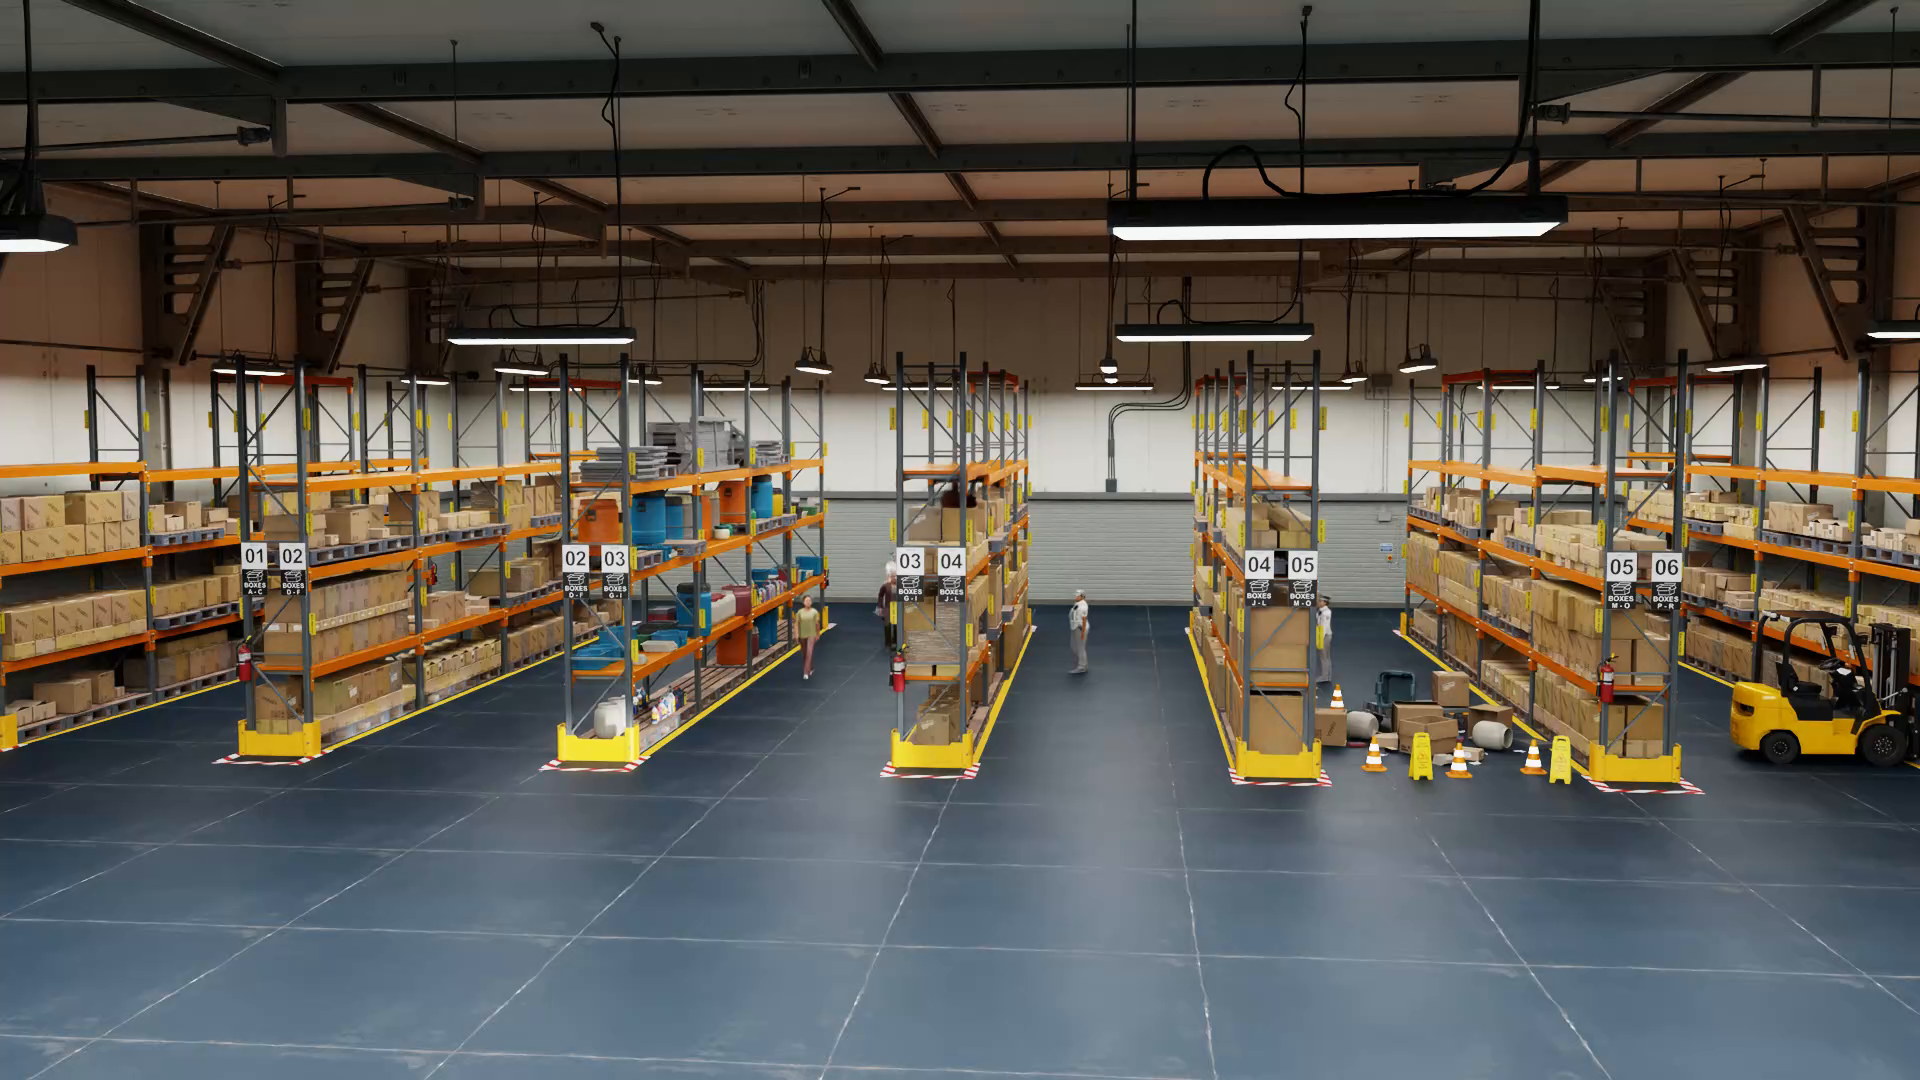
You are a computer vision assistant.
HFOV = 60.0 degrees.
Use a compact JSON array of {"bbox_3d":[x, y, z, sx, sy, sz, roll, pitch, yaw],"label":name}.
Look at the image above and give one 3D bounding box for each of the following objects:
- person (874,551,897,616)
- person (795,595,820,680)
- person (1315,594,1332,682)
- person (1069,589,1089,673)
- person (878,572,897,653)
[{"bbox_3d":[-1.675,1.138,42.269,0.978,1.720,0.621,2,4,23],"label":"person"},{"bbox_3d":[-2.992,1.883,32.371,0.448,1.621,1.015,1,4,10],"label":"person"},{"bbox_3d":[6.991,1.879,32.030,0.340,1.689,0.504,1,4,10],"label":"person"},{"bbox_3d":[2.373,1.810,33.194,0.399,1.661,0.538,-1,4,-13],"label":"person"},{"bbox_3d":[-1.464,1.590,36.377,0.697,1.814,0.936,0,4,4],"label":"person"}]
